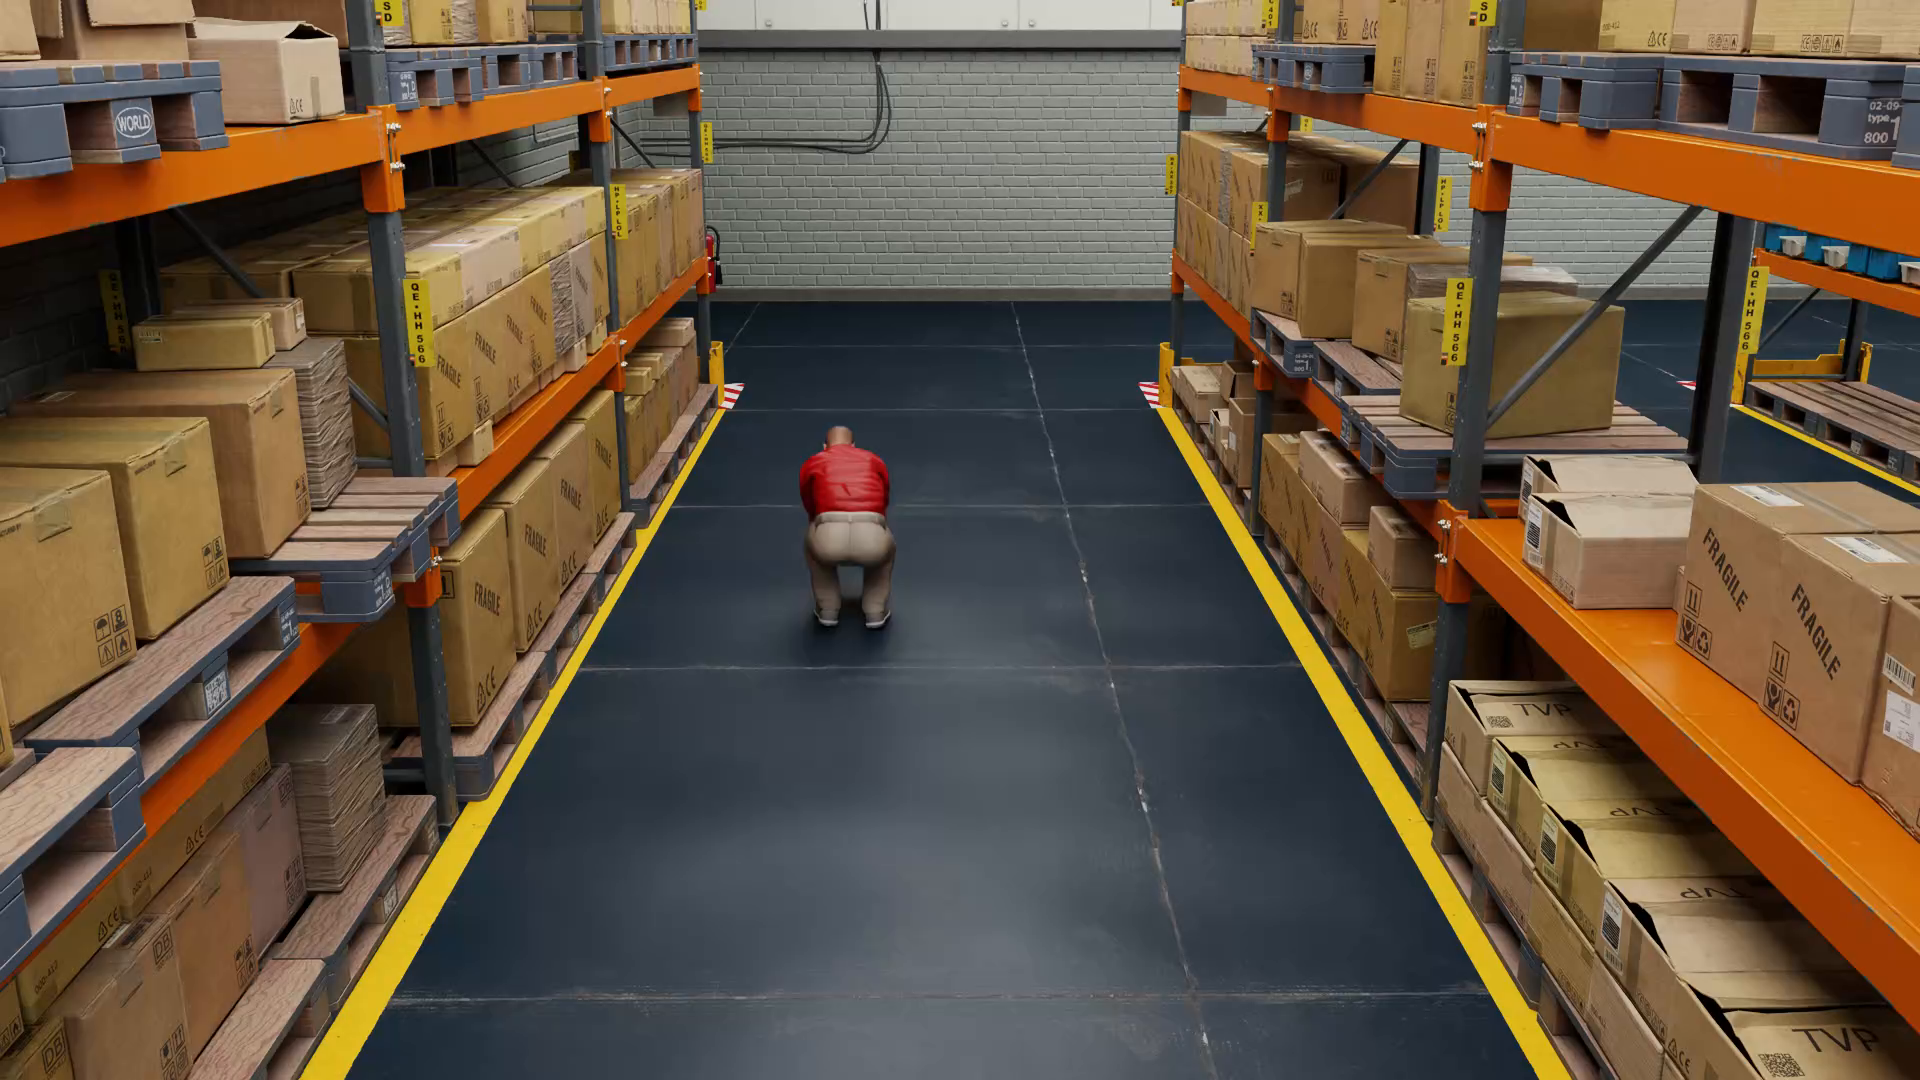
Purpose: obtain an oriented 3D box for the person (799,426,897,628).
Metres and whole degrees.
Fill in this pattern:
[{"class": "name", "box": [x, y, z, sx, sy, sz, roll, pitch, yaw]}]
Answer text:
[{"class": "person", "box": [-0.611, -0.064, 9.065, 0.533, 0.991, 0.877, -1, 17, -2]}]
